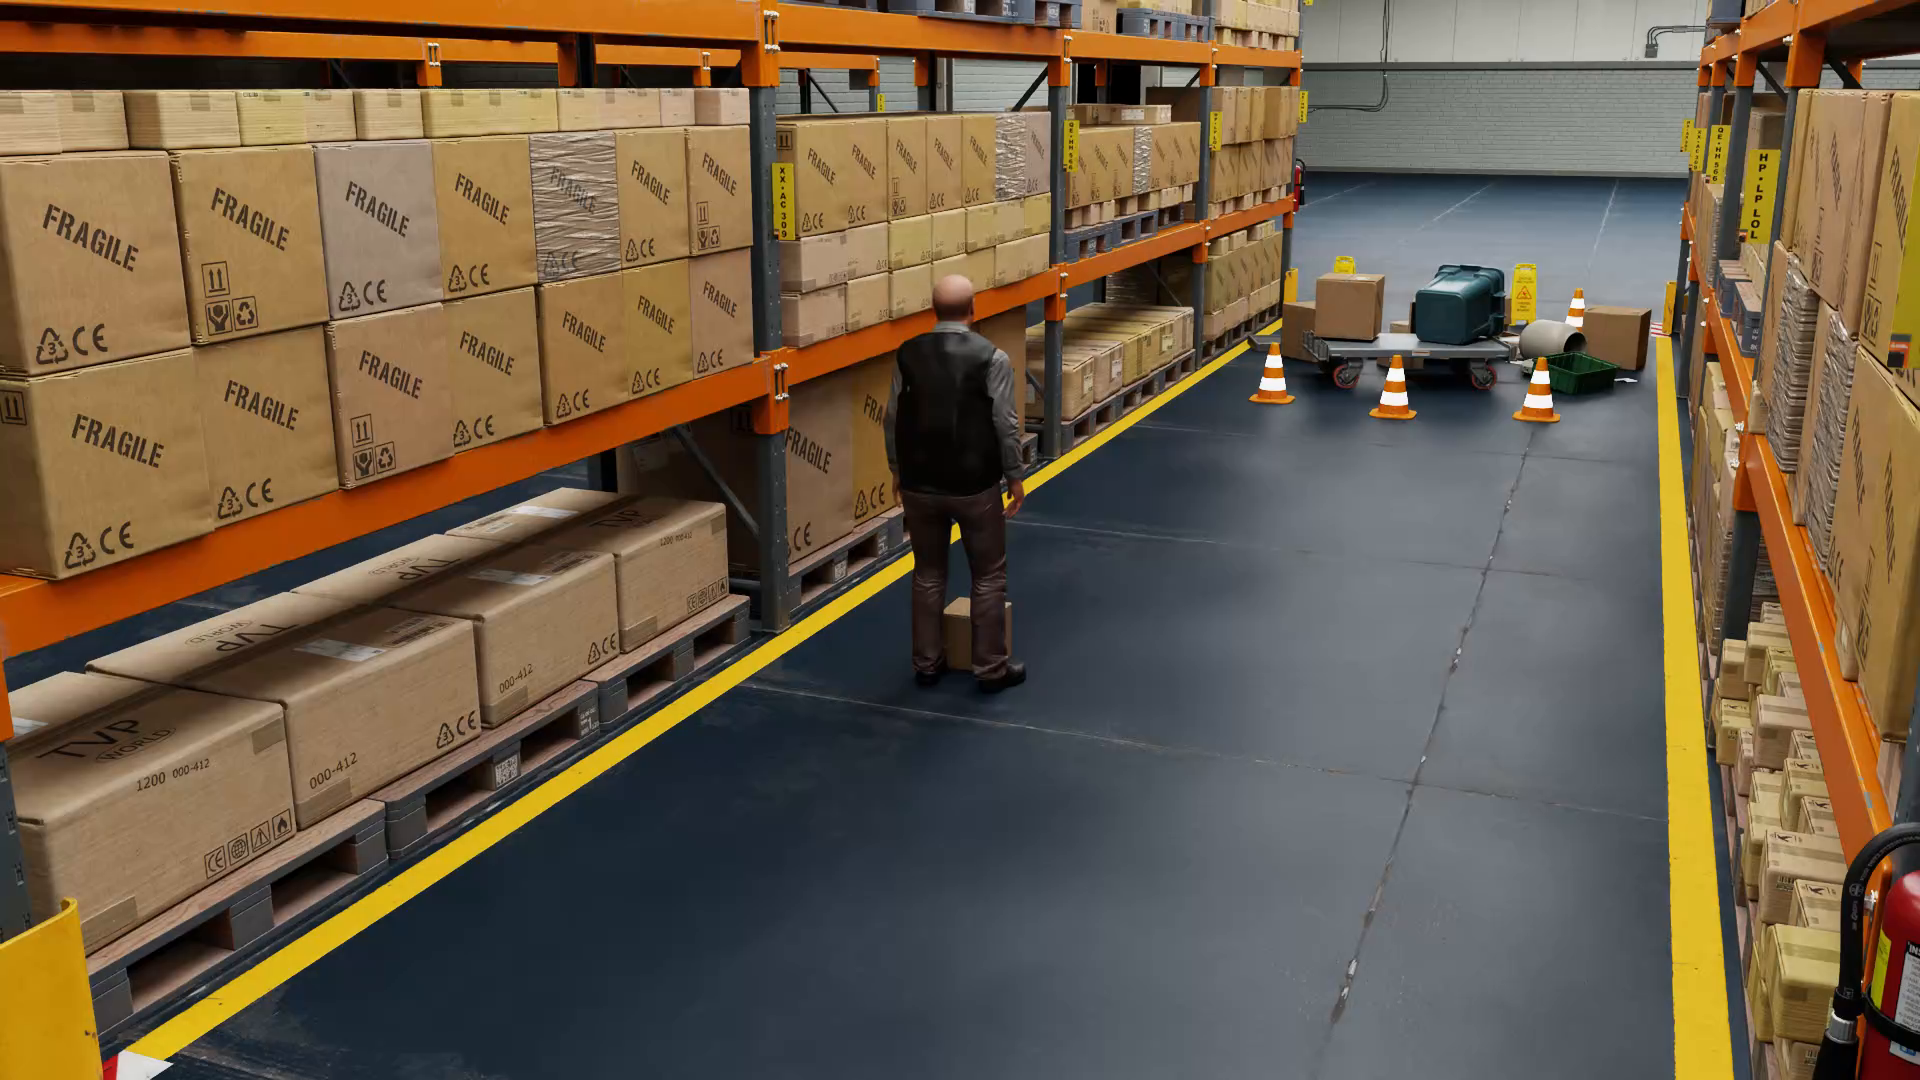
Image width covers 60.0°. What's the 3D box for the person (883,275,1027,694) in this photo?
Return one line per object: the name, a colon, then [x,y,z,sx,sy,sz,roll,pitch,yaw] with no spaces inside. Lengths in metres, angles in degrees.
person: [-0.024,-0.229,6.905,0.589,1.721,0.366,5,16,19]
